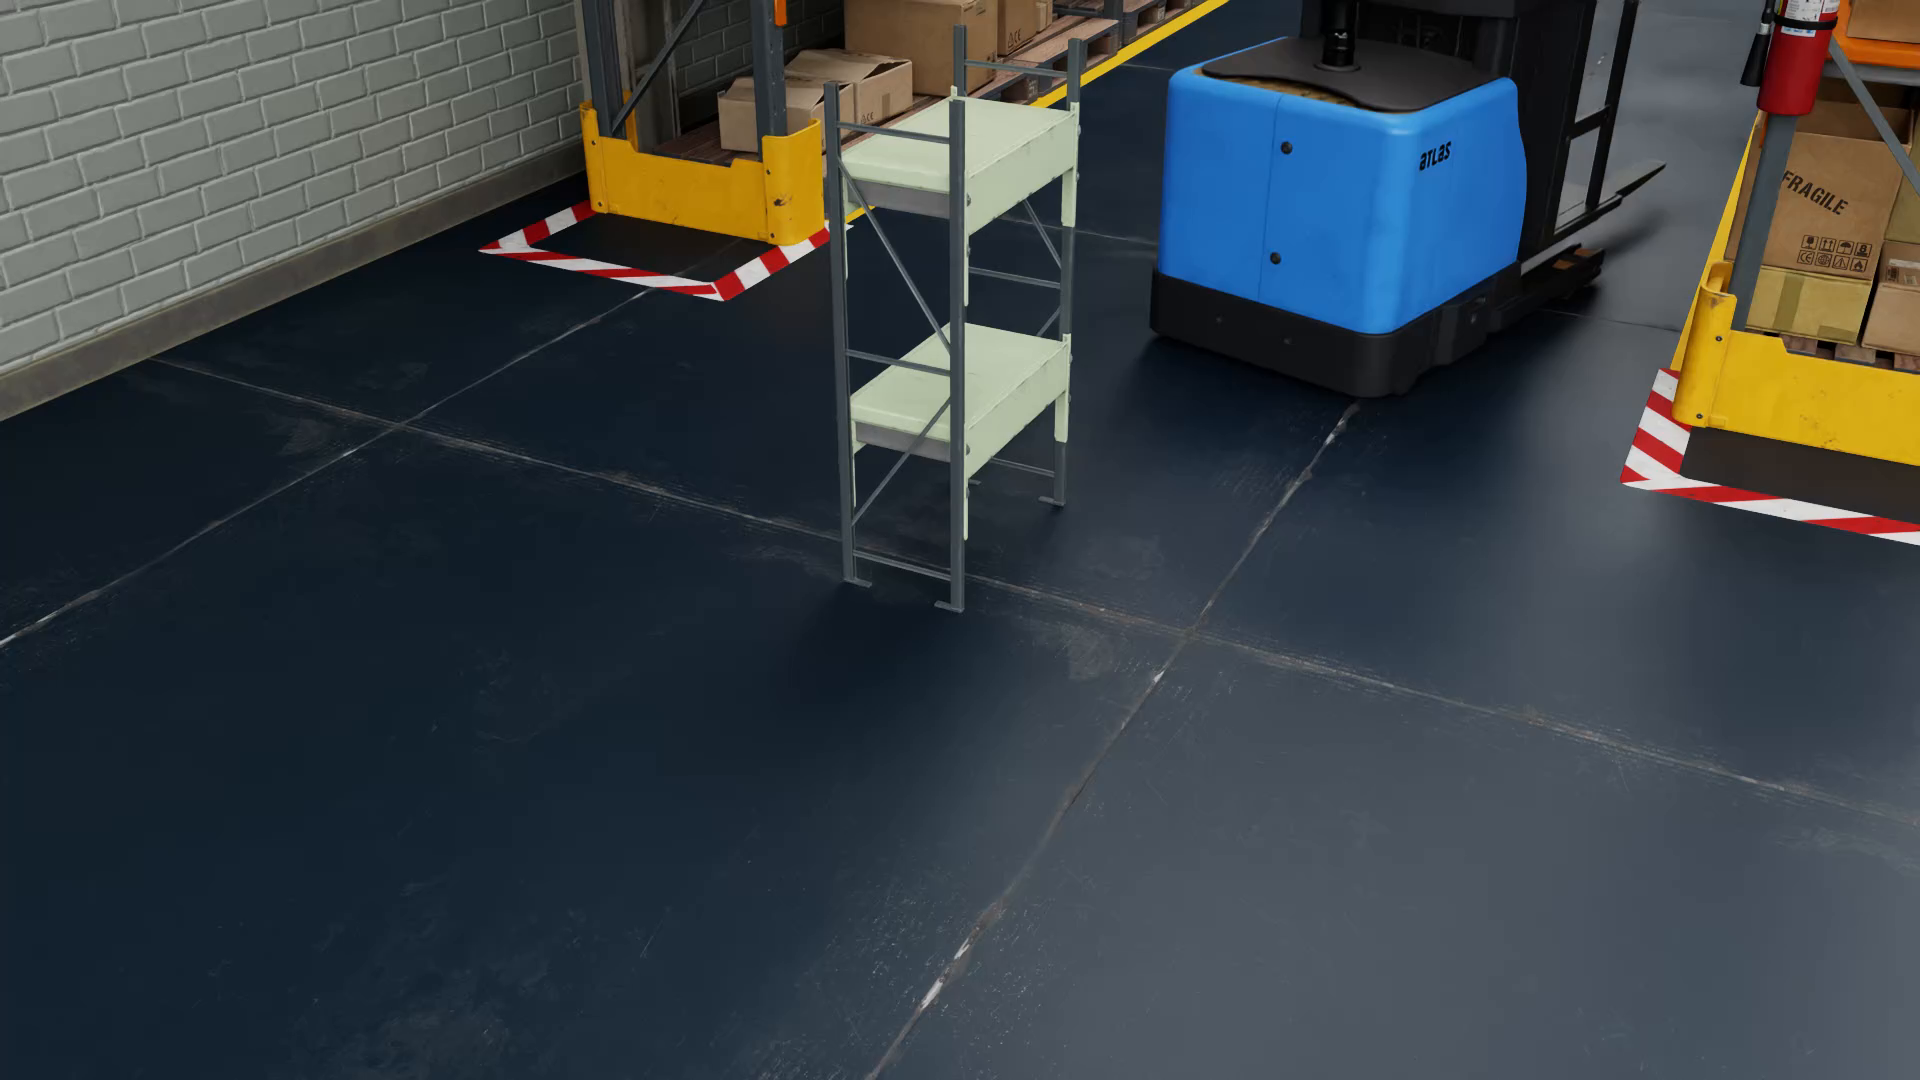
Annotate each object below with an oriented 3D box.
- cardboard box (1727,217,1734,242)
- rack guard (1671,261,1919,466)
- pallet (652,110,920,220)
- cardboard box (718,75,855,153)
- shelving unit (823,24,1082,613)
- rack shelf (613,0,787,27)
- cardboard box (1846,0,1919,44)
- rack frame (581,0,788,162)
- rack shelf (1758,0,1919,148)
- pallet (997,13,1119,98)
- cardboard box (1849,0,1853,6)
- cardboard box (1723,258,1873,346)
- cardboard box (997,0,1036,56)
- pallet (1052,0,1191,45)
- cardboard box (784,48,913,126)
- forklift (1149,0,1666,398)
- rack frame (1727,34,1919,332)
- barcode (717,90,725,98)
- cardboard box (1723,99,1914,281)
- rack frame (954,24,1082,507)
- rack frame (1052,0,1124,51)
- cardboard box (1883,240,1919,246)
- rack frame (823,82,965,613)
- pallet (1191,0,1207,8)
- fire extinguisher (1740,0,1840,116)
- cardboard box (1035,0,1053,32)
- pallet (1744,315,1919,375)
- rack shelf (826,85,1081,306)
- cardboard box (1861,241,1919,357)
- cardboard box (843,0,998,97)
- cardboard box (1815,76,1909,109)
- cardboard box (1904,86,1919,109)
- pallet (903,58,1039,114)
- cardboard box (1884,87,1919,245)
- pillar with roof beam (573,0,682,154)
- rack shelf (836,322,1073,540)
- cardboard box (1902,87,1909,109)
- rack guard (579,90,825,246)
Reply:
[{"bbox_3d":[3.365,-1.203,6.673,0.500,0.250,0.500,14,33,23],"label":"cardboard box"},{"bbox_3d":[3.155,-0.590,5.775,1.175,0.500,0.348,14,33,23],"label":"rack guard"},{"bbox_3d":[-0.809,-1.983,8.492,1.003,0.211,1.213,14,33,23],"label":"pallet"},{"bbox_3d":[-0.850,-2.118,8.184,0.500,0.311,0.500,11,32,18],"label":"cardboard box"},{"bbox_3d":[-0.003,-0.647,4.871,0.431,1.500,0.755,14,33,23],"label":"shelving unit"},{"bbox_3d":[-0.334,-3.381,8.849,1.077,0.370,4.000,14,33,23],"label":"rack shelf"},{"bbox_3d":[3.390,-1.932,5.502,0.700,0.500,0.500,14,33,23],"label":"cardboard box"},{"bbox_3d":[-1.245,-2.807,7.125,1.000,3.000,0.127,14,33,23],"label":"rack frame"},{"bbox_3d":[4.077,-2.259,6.895,1.077,0.370,4.000,14,33,23],"label":"rack shelf"},{"bbox_3d":[0.302,-3.065,10.375,1.003,0.211,1.213,14,33,23],"label":"pallet"},{"bbox_3d":[3.625,-2.166,5.909,0.700,0.500,0.500,15,33,25],"label":"cardboard box"},{"bbox_3d":[3.147,-0.979,6.282,0.500,0.250,0.500,14,33,23],"label":"cardboard box"},{"bbox_3d":[0.140,-3.218,9.909,0.500,0.500,0.500,12,32,20],"label":"cardboard box"},{"bbox_3d":[0.930,-3.716,11.509,1.003,0.211,1.213,14,33,23],"label":"pallet"},{"bbox_3d":[-0.590,-2.371,8.624,0.500,0.311,0.500,17,34,27],"label":"cardboard box"},{"bbox_3d":[2.110,-2.434,6.545,1.130,2.935,3.031,24,38,36],"label":"forklift"},{"bbox_3d":[3.166,-1.685,5.171,1.000,3.000,0.127,14,33,23],"label":"rack frame"},{"bbox_3d":[-1.198,-2.221,8.354,0.001,0.075,0.075,14,33,23],"label":"barcode"},{"bbox_3d":[3.146,-1.305,6.096,0.500,0.500,0.500,14,33,23],"label":"cardboard box"},{"bbox_3d":[0.164,-0.810,5.154,0.400,1.500,0.023,14,33,23],"label":"rack frame"},{"bbox_3d":[0.577,-4.580,10.213,1.000,3.000,0.127,14,33,23],"label":"rack frame"},{"bbox_3d":[3.833,-1.084,6.465,0.500,0.250,0.500,14,33,23],"label":"cardboard box"},{"bbox_3d":[-0.170,-0.485,4.589,0.400,1.500,0.023,14,33,23],"label":"rack frame"},{"bbox_3d":[1.485,-4.259,12.455,1.003,0.211,1.213,14,33,23],"label":"pallet"},{"bbox_3d":[2.699,-1.704,5.283,0.296,0.674,0.183,14,33,23],"label":"fire extinguisher"},{"bbox_3d":[0.360,-3.298,10.385,0.380,0.166,0.250,10,31,17],"label":"cardboard box"},{"bbox_3d":[3.477,-0.824,6.473,1.003,0.211,1.213,14,33,23],"label":"pallet"},{"bbox_3d":[-0.003,-0.986,4.677,0.431,0.370,0.720,14,33,23],"label":"rack shelf"},{"bbox_3d":[3.609,-0.862,6.078,0.500,0.250,0.500,14,33,23],"label":"cardboard box"},{"bbox_3d":[-0.212,-2.766,9.124,0.700,0.500,0.500,12,32,20],"label":"cardboard box"},{"bbox_3d":[3.588,-1.751,6.874,0.500,0.500,0.500,14,33,23],"label":"cardboard box"},{"bbox_3d":[4.051,-1.633,6.669,0.500,0.500,0.500,14,33,23],"label":"cardboard box"},{"bbox_3d":[-0.252,-2.522,9.430,1.003,0.211,1.213,14,33,23],"label":"pallet"},{"bbox_3d":[3.835,-1.409,6.278,0.500,0.500,0.500,14,33,23],"label":"cardboard box"},{"bbox_3d":[2.136,-4.938,4.813,9.100,9.000,0.400,14,33,23],"label":"pillar with roof beam"},{"bbox_3d":[-0.003,-0.365,5.034,0.431,0.370,0.720,14,33,23],"label":"rack shelf"},{"bbox_3d":[4.294,-1.851,7.048,0.500,0.500,0.500,14,33,23],"label":"cardboard box"},{"bbox_3d":[-1.211,-1.756,7.807,1.175,0.500,0.348,14,33,23],"label":"rack guard"}]
